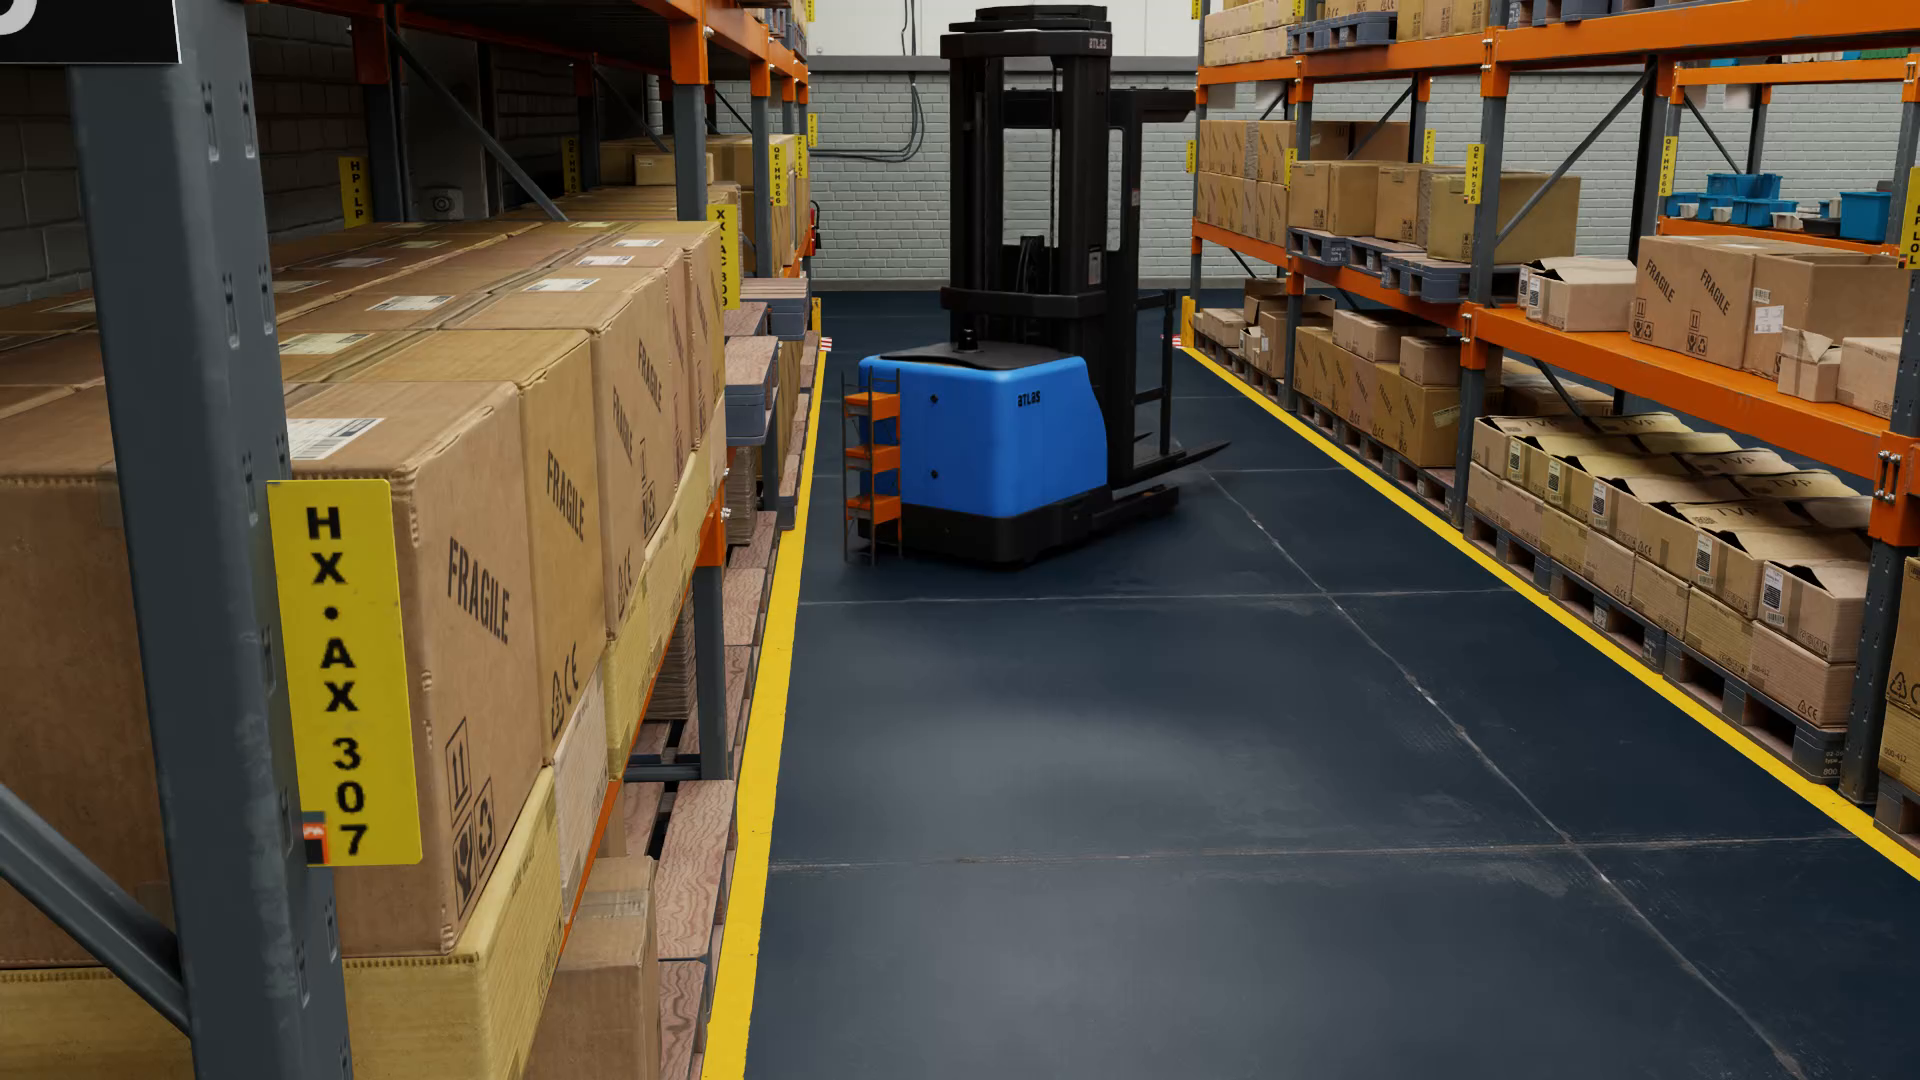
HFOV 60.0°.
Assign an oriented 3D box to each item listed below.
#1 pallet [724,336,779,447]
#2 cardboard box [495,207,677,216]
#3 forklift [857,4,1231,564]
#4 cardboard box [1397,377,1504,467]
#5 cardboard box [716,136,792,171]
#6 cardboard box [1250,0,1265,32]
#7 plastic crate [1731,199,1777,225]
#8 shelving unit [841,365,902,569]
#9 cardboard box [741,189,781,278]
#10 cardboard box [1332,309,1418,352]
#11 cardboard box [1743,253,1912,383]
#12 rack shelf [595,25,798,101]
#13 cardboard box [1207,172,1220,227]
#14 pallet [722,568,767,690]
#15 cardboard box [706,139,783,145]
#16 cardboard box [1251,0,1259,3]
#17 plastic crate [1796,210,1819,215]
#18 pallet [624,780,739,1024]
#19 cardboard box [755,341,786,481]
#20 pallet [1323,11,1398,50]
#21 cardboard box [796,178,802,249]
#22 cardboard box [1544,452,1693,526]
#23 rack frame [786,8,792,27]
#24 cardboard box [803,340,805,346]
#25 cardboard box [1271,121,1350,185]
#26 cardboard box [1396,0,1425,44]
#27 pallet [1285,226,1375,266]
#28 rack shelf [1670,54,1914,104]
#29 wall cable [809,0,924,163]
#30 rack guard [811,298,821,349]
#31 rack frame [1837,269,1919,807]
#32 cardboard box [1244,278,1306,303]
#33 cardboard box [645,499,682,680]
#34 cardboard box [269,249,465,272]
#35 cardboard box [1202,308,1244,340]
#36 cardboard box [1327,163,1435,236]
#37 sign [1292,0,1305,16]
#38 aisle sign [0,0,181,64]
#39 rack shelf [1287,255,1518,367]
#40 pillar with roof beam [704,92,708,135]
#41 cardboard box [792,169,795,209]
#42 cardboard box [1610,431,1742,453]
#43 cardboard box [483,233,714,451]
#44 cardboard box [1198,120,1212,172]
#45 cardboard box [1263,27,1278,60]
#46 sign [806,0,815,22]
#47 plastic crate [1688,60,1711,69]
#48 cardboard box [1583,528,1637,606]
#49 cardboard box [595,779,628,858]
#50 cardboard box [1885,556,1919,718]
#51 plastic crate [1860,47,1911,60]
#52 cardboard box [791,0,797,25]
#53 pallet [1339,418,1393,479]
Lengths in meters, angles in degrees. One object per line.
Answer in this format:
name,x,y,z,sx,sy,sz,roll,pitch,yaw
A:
pallet,-1.188,-0.555,6.051,1.003,0.211,1.213,-1,14,-3
cardboard box,-1.311,-0.984,6.247,0.700,0.500,0.500,1,14,2
forklift,0.685,-1.605,9.882,1.130,2.935,3.031,10,17,34
cardboard box,3.118,-0.760,10.593,0.500,0.500,0.500,0,14,-1
cardboard box,-1.475,-2.771,11.936,0.500,0.250,0.500,-1,14,-2
cardboard box,2.805,-4.511,14.316,0.500,0.250,0.500,-1,14,-3
plastic crate,7.627,-3.147,15.955,0.416,0.233,0.300,-1,14,-3
shelving unit,-0.474,-0.395,8.955,0.215,1.050,0.252,10,17,34
cardboard box,-1.309,-1.778,9.578,0.500,0.500,0.500,0,14,-2
cardboard box,3.011,-1.516,12.027,0.500,0.250,0.500,-1,14,-3
cardboard box,3.594,-0.904,6.820,0.500,0.500,0.500,0,14,1
rack shelf,-1.658,-3.053,10.795,1.077,0.370,4.000,-1,14,-3
cardboard box,2.716,-3.324,16.224,0.500,0.500,0.500,-1,14,-4
pallet,-1.414,0.397,7.561,1.003,0.211,1.213,-1,14,-3
cardboard box,-1.374,-2.391,10.457,0.500,0.250,0.500,-1,14,-3
cardboard box,2.985,-5.002,14.719,0.700,0.500,0.500,-1,14,-3
plastic crate,8.172,-3.080,15.887,0.298,0.136,0.250,-1,14,-3
pallet,-1.209,1.061,4.980,1.003,0.211,1.213,-1,14,-3
cardboard box,-1.448,-0.798,10.080,0.750,0.750,0.750,-1,14,-4
pallet,3.200,-3.464,11.326,1.213,0.211,1.003,-1,14,-3
cardboard box,-1.799,-2.726,13.500,0.980,0.700,0.700,-1,14,-3
cardboard box,3.220,-0.279,8.143,0.500,0.311,0.500,-1,14,-5
rack frame,-1.782,-5.351,12.264,1.000,3.000,0.127,-1,14,-3
cardboard box,-1.855,-2.136,15.983,0.700,0.500,0.500,-1,14,-4
cardboard box,2.873,-3.177,13.649,0.500,0.500,0.500,-1,14,-3
cardboard box,3.286,-3.394,10.475,0.910,0.500,0.500,-1,14,-3
pallet,3.103,-2.230,12.558,1.003,0.211,1.213,-1,14,-3
rack shelf,7.982,-4.200,15.255,1.077,0.370,4.000,-1,14,-3
wall cable,-2.023,-6.254,22.006,3.097,2.526,0.112,-1,14,-3
rack guard,-2.031,-2.236,17.213,1.175,0.500,0.348,-1,14,-3
rack frame,3.658,-0.533,5.580,1.000,3.000,0.127,-1,14,-3
cardboard box,3.194,-2.389,16.925,0.500,0.500,0.500,-1,14,-3
cardboard box,-0.853,0.094,3.402,0.500,0.250,0.500,-1,14,-3
cardboard box,-1.412,-0.383,3.753,0.500,0.500,0.500,0,14,-2
cardboard box,2.696,-2.135,16.441,0.500,0.250,0.500,-1,14,-3
cardboard box,3.074,-2.484,12.116,0.700,0.500,0.500,1,14,5
sign,2.621,-4.216,12.835,0.100,0.325,0.005,-1,14,-3
aisle sign,-0.734,-0.707,1.037,0.394,0.787,0.004,-1,14,-3
rack shelf,3.286,-1.677,11.469,1.077,0.370,4.000,-1,14,-3
pillar with roof beam,1.237,-7.070,18.947,9.100,9.000,0.400,-1,14,-3
cardboard box,-1.502,-2.537,12.529,0.500,0.500,0.500,-1,14,-4
cardboard box,3.727,-0.416,8.673,0.500,0.311,0.500,-1,14,-4
cardboard box,-0.911,-0.519,4.281,0.500,0.500,0.500,-1,14,-4
cardboard box,2.679,-3.936,16.597,0.500,0.500,0.500,0,14,-2
cardboard box,2.846,-4.144,13.896,0.500,0.250,0.500,-1,14,-3
sign,-1.487,-5.289,16.423,0.100,0.325,0.005,-1,14,-3
plastic crate,7.604,-4.883,16.726,0.497,0.269,0.590,-1,14,-3
cardboard box,3.251,0.116,7.729,0.500,0.250,0.500,-1,14,-2
cardboard box,-1.182,0.799,4.535,0.500,0.500,0.500,-2,15,-8
cardboard box,3.374,0.352,5.310,0.500,0.500,0.500,-1,14,-3
plastic crate,7.778,-4.049,13.650,0.450,0.188,0.662,-1,14,-3
cardboard box,-1.561,-4.253,13.276,0.500,0.250,0.500,-1,14,-4
pallet,3.329,-0.667,11.694,1.003,0.211,1.213,-1,14,-3
